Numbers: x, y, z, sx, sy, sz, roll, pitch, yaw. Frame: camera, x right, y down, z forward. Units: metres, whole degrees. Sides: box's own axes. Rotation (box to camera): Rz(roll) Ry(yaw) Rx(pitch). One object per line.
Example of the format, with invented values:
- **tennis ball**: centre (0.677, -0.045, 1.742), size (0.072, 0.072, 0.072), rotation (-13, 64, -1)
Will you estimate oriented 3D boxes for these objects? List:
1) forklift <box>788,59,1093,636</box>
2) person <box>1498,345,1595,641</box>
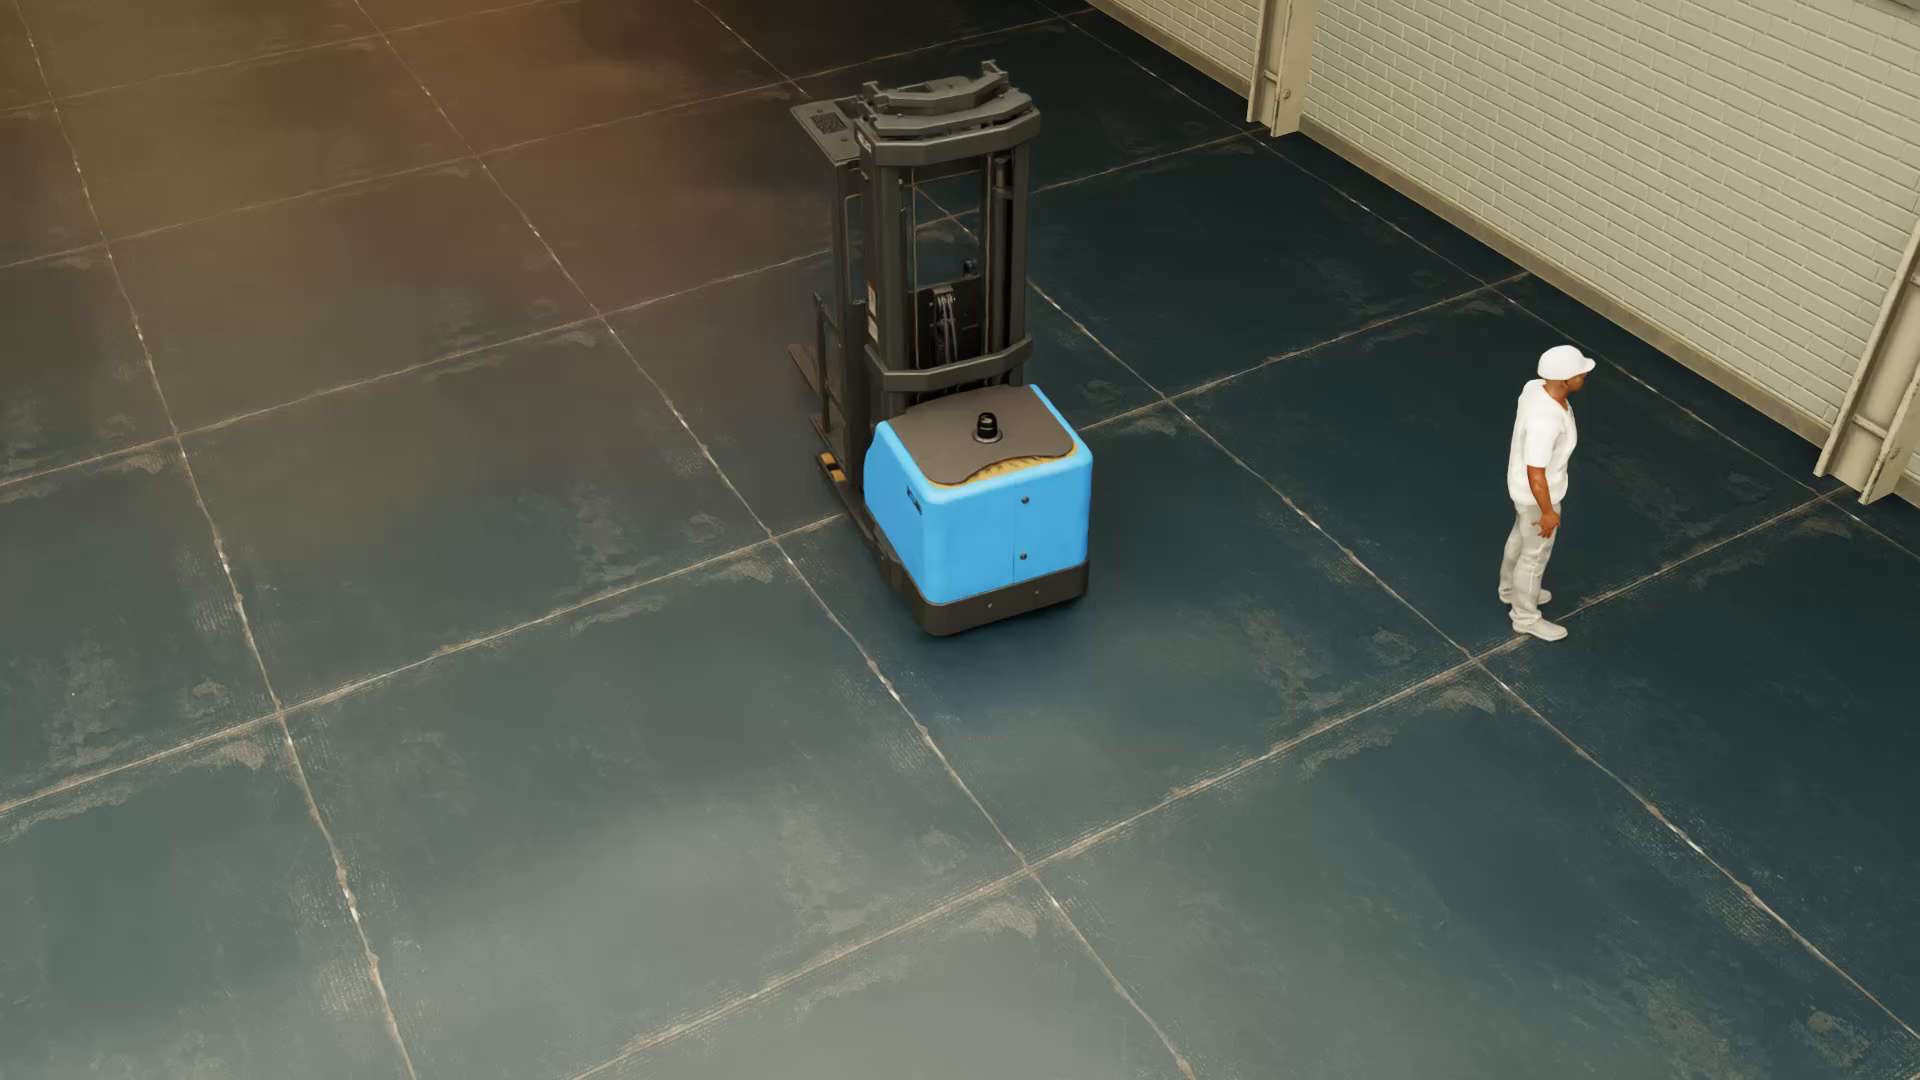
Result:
- **forklift**: centre (-0.293, -1.518, 9.867), size (1.130, 2.935, 3.031), rotation (-15, 42, -18)
- **person**: centre (3.300, -0.294, 9.301), size (0.543, 1.770, 0.663), rotation (8, 40, 9)
